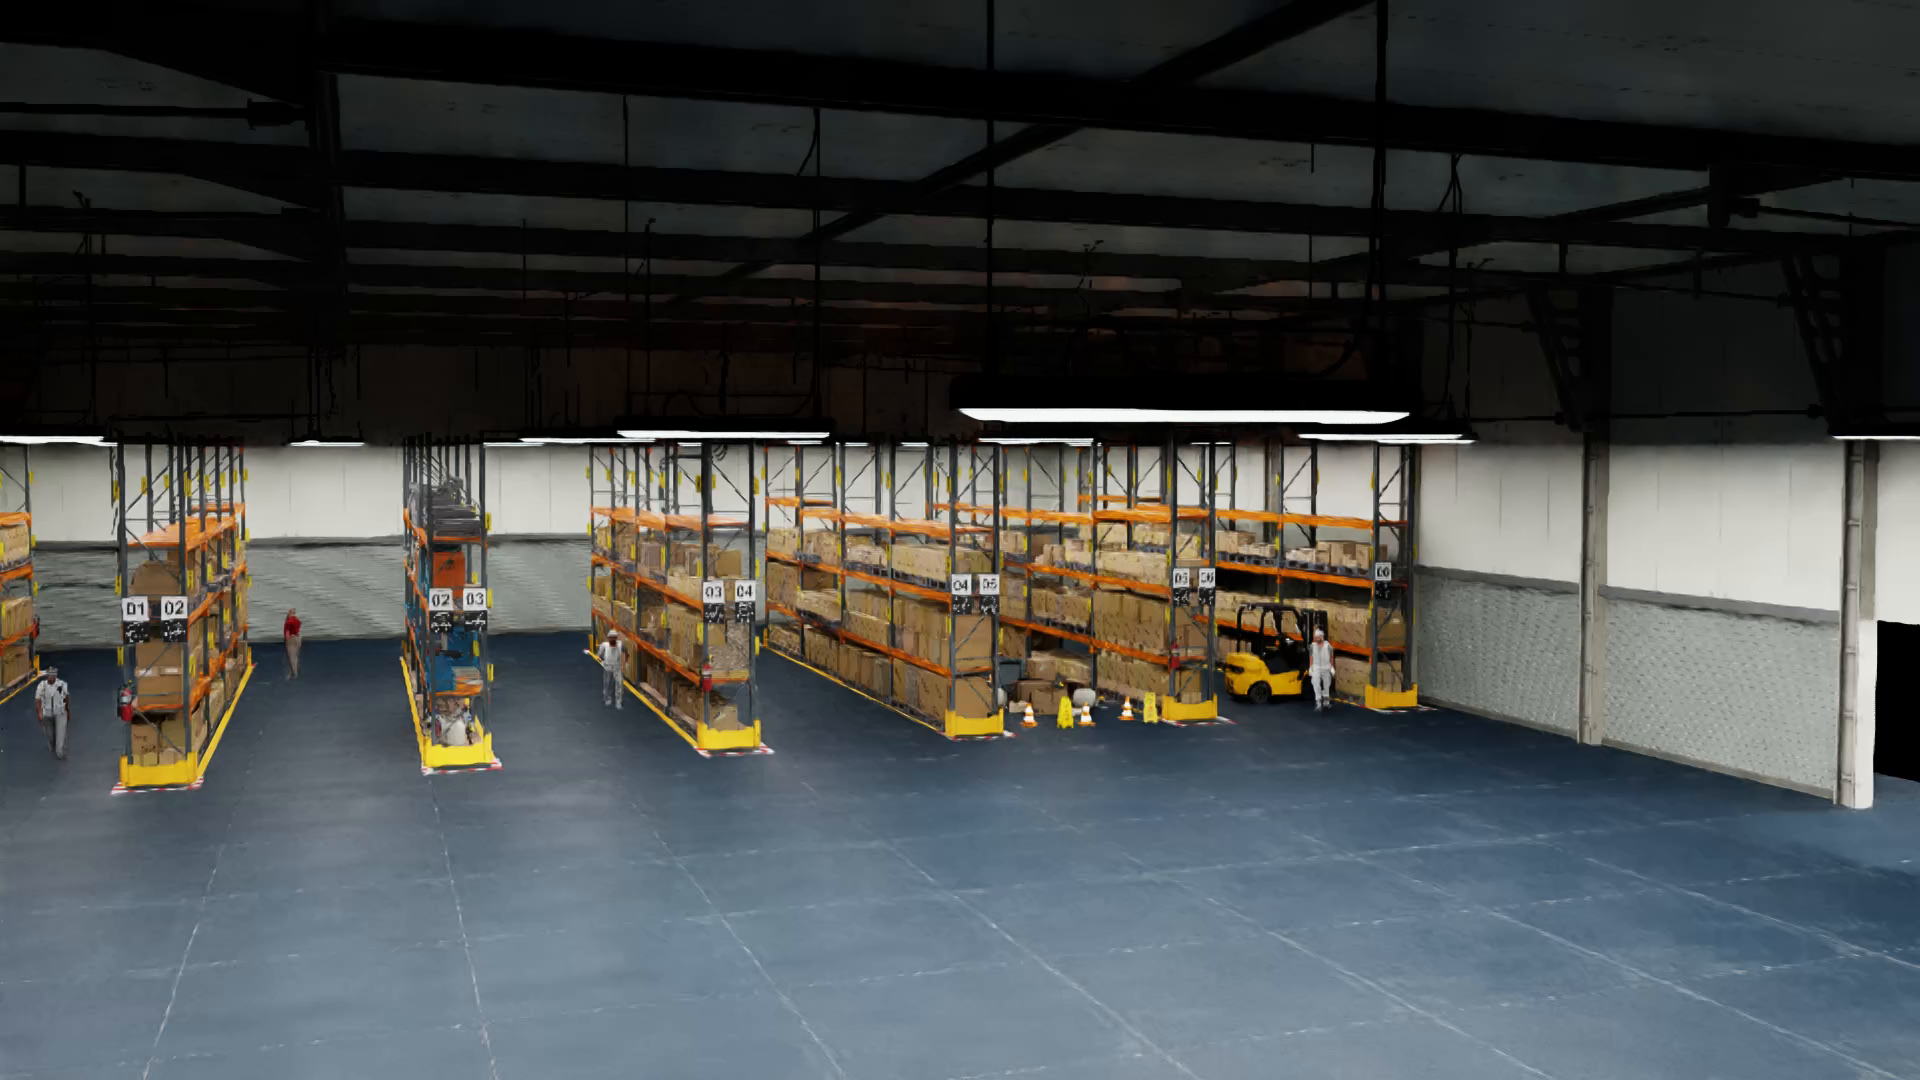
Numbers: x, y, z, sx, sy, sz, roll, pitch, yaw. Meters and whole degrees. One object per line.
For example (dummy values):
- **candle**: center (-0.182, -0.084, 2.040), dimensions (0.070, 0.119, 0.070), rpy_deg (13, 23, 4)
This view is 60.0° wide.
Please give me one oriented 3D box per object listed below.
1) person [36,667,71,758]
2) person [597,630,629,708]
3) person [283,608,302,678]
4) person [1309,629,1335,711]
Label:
- **person**: center (-16.733, 3.160, 30.664), dimensions (0.547, 1.670, 1.116), rpy_deg (-1, 3, -22)
- **person**: center (-7.649, 2.827, 36.682), dimensions (0.721, 1.715, 0.843), rpy_deg (-1, 3, -15)
- **person**: center (-16.681, 2.554, 41.427), dimensions (0.498, 1.731, 0.588), rpy_deg (1, 3, 10)
- **person**: center (7.915, 2.825, 36.376), dimensions (0.571, 1.775, 0.574), rpy_deg (1, 3, 16)
